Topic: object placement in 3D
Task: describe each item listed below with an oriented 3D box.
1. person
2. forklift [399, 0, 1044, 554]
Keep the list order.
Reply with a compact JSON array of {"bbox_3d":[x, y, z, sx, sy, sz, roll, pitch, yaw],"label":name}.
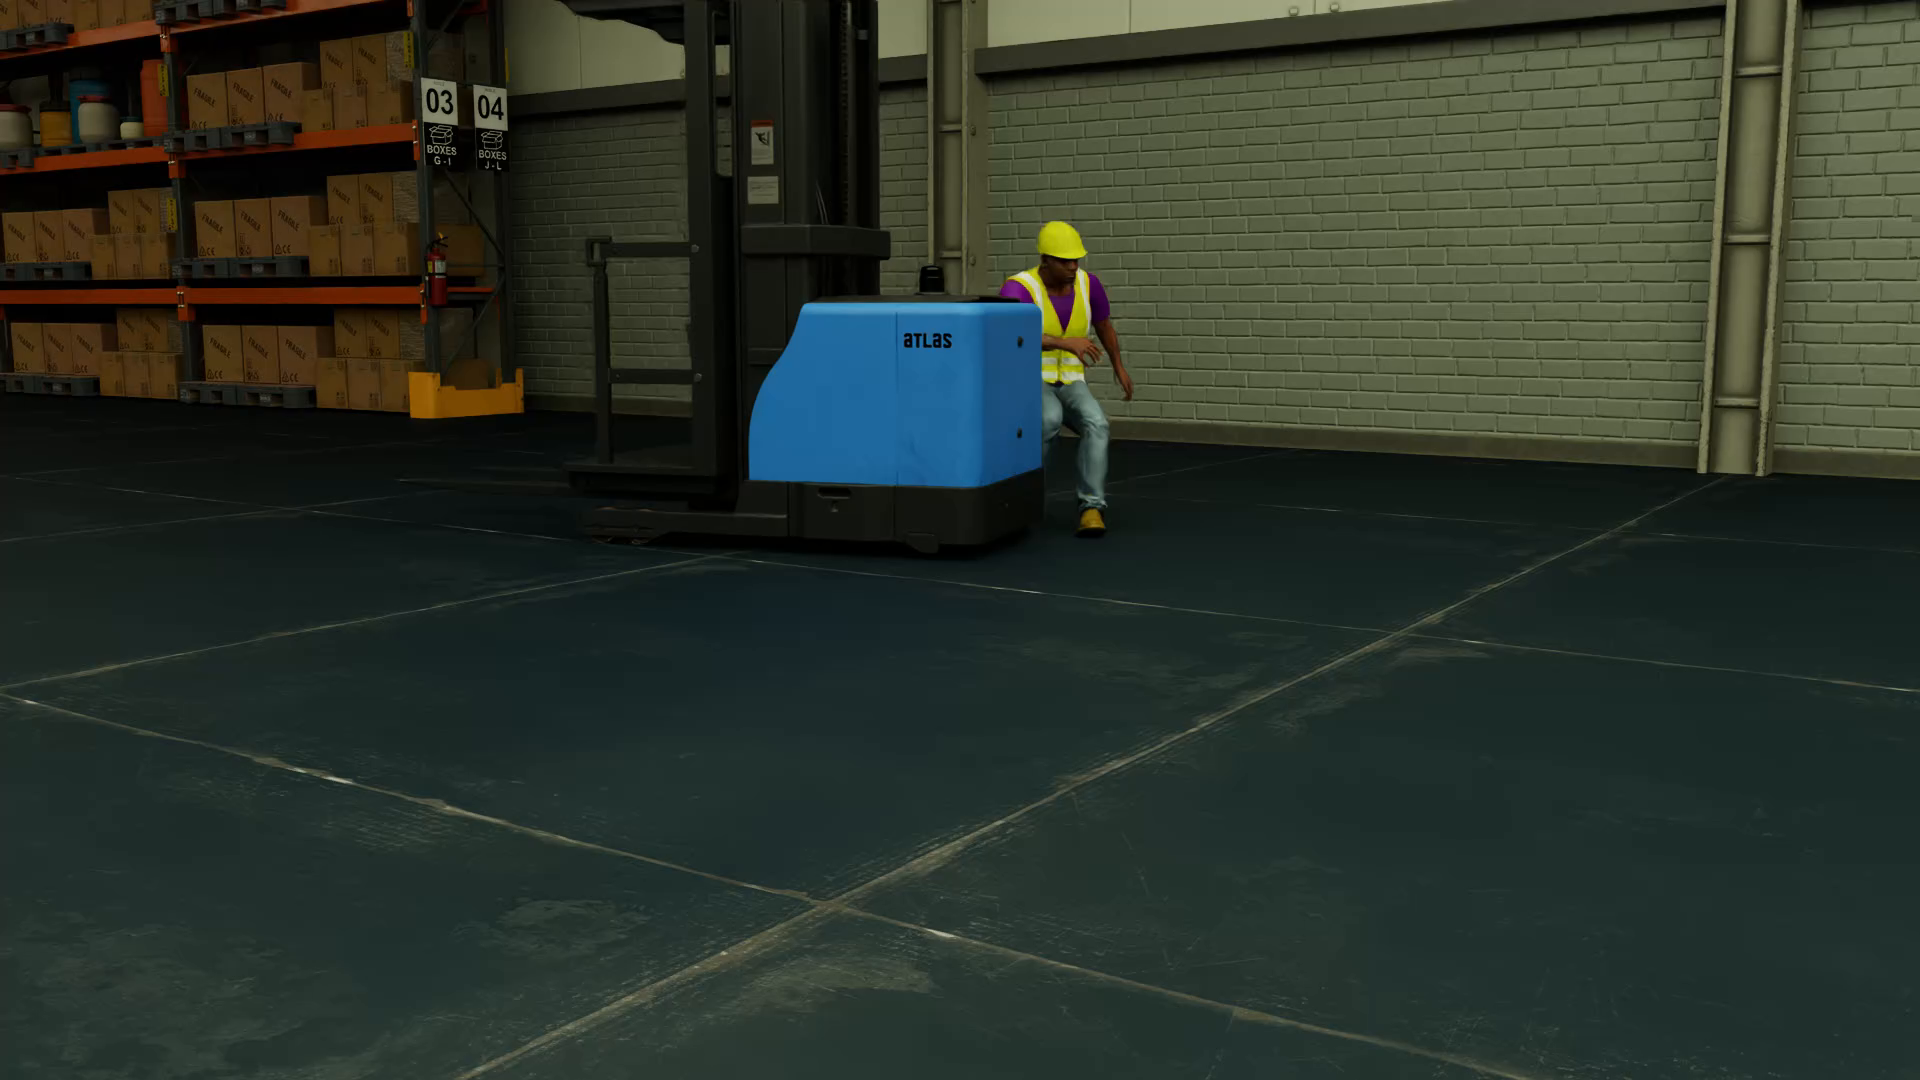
[{"bbox_3d":[0.599,-0.775,8.045,0.937,1.525,0.929,-4,9,-26],"label":"person"},{"bbox_3d":[-1.179,-1.493,7.693,3.031,2.935,1.130,3,9,19],"label":"forklift"}]
